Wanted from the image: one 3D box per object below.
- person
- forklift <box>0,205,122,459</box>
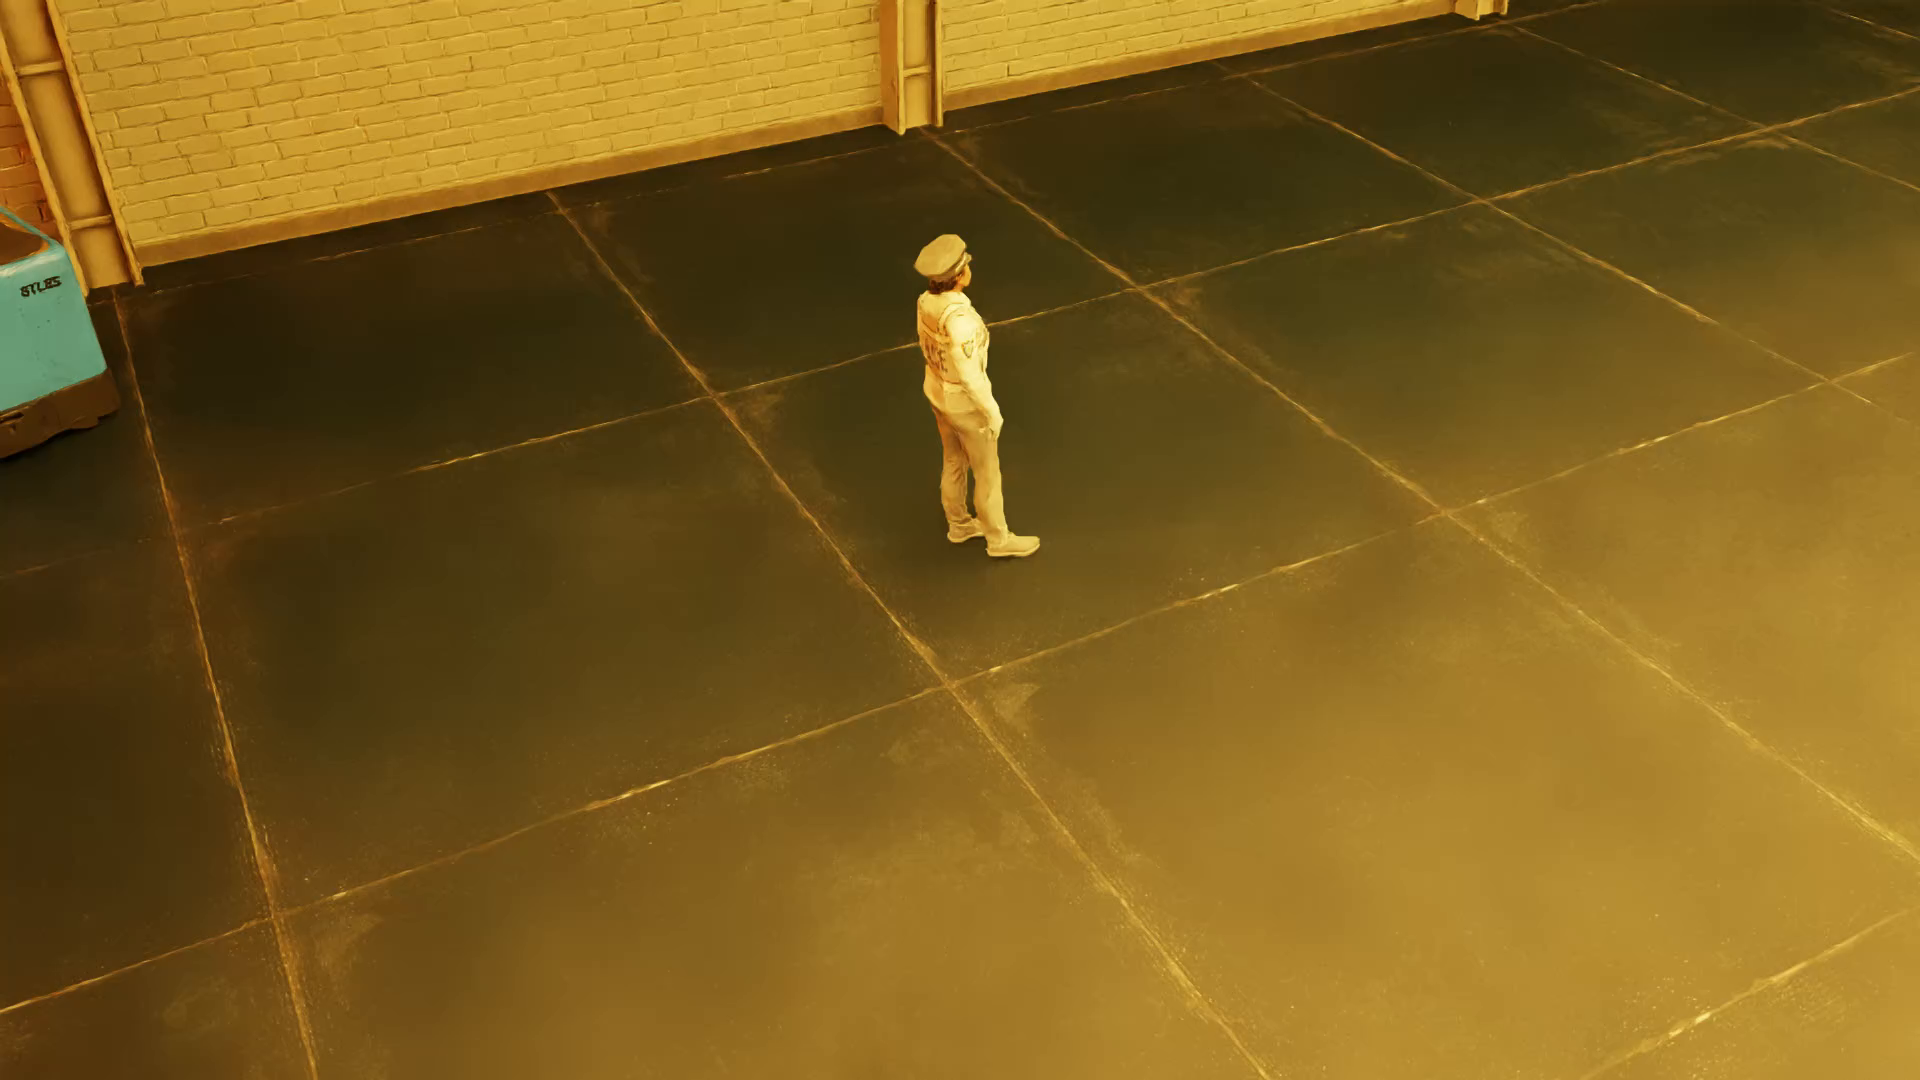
[{"bbox_3d":[0.063,-0.713,8.190,0.533,1.695,0.586,-17,39,-23],"label":"person"},{"bbox_3d":[-6.223,-1.470,8.202,1.130,2.935,3.031,27,44,33],"label":"forklift"}]
